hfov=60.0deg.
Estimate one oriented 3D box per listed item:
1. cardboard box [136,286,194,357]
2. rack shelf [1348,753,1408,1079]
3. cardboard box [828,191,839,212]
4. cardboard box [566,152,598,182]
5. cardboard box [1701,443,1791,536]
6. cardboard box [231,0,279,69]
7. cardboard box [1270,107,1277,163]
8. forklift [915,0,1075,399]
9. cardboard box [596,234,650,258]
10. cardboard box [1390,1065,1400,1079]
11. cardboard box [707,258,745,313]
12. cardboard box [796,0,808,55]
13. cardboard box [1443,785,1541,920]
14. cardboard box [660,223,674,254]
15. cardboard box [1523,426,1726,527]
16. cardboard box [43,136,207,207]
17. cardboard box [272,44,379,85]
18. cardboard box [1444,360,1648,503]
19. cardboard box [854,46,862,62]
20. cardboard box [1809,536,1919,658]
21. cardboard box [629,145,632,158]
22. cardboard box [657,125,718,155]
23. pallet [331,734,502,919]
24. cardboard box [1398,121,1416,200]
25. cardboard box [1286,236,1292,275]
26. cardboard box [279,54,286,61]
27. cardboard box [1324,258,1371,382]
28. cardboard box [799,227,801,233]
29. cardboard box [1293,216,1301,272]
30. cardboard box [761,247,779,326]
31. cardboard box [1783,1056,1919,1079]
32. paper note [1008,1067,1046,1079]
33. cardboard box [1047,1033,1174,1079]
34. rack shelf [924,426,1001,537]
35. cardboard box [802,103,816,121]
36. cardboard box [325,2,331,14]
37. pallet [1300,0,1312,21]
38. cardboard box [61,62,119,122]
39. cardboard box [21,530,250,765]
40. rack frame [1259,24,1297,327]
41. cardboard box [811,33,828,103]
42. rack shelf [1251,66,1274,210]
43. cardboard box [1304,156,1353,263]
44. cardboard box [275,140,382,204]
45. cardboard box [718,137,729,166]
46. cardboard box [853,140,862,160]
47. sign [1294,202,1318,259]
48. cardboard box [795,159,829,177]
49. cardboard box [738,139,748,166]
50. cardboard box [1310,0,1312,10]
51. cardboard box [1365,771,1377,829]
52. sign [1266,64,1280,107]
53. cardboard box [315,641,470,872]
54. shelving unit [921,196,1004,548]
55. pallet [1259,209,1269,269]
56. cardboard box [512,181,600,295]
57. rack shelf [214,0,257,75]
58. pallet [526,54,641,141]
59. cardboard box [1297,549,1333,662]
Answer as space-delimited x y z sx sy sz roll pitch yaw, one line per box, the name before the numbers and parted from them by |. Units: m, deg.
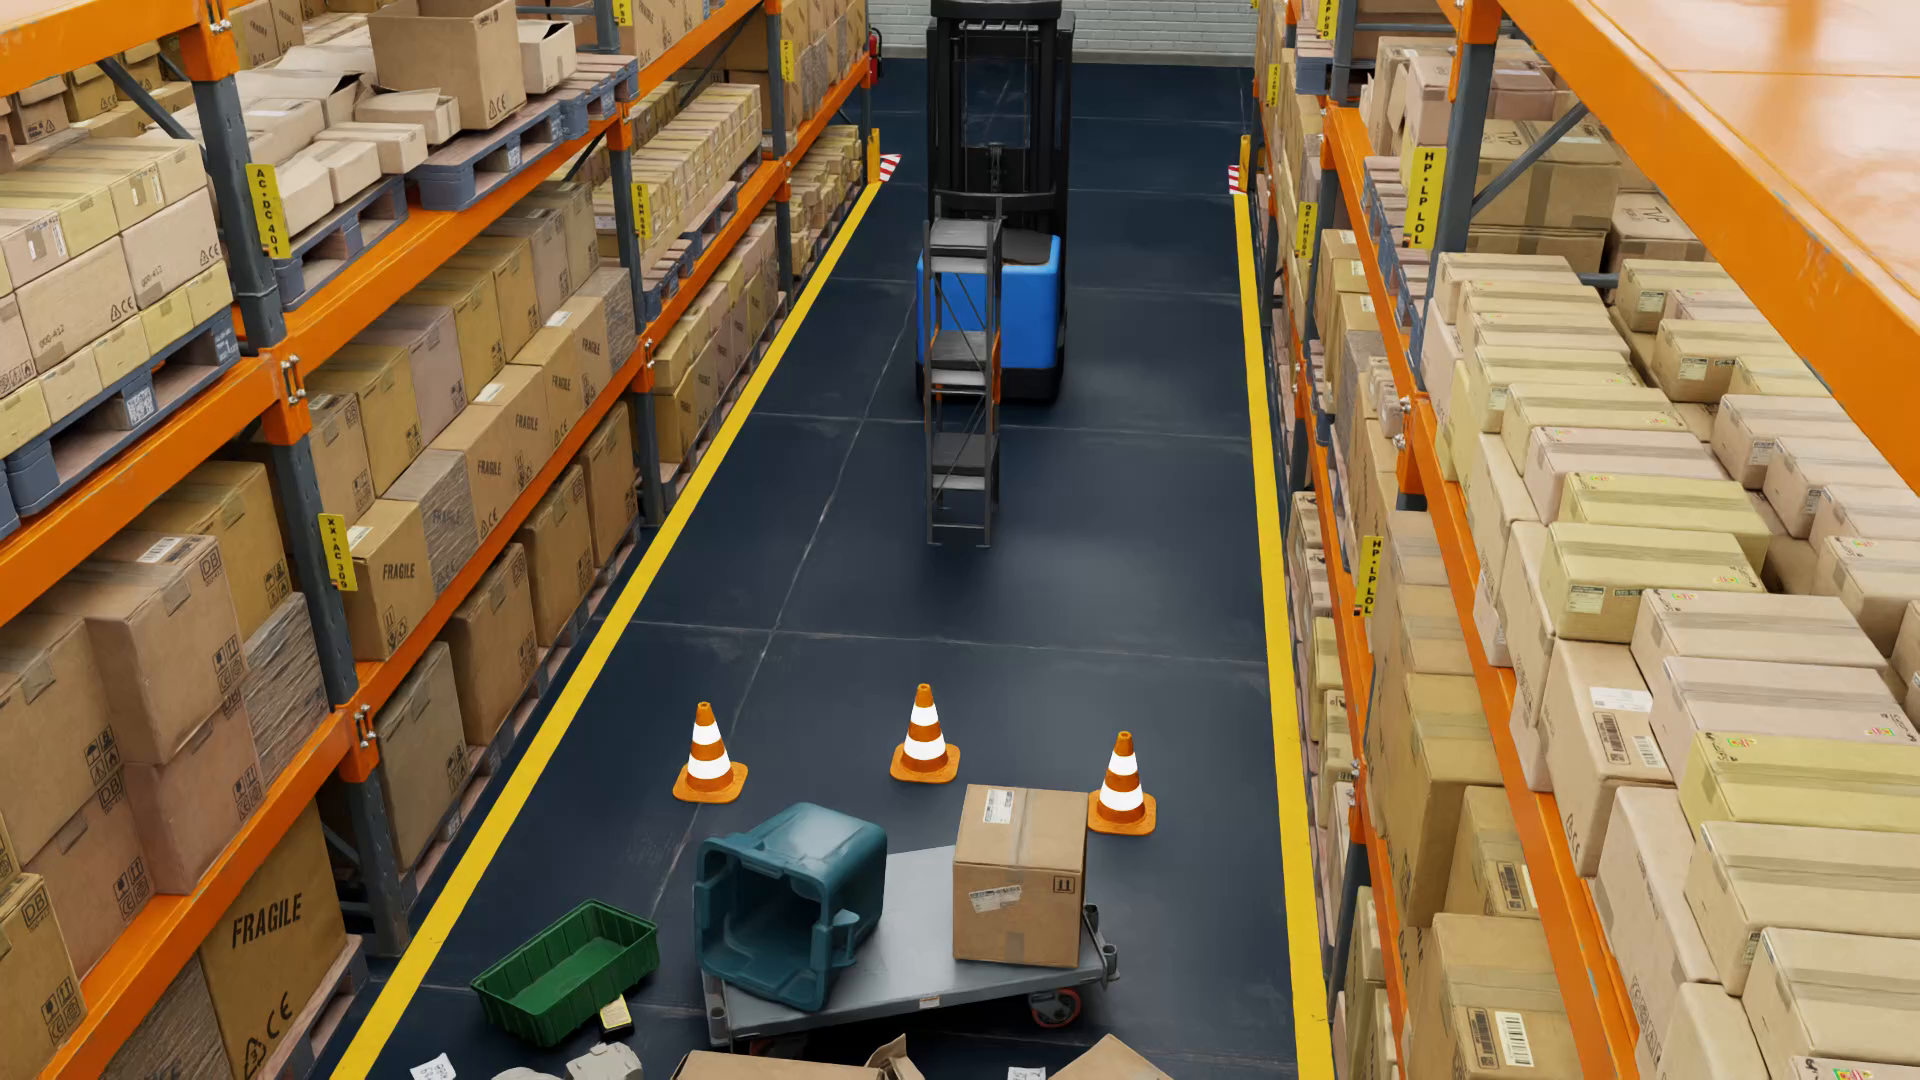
cardboard box | -2.664 -0.698 5.228 0.380 0.149 0.250 4 29 7
rack shelf | 1.774 1.931 4.554 1.077 0.370 4.000 3 28 6
cardboard box | -1.382 -3.271 16.015 0.380 0.149 0.250 4 29 7
cardboard box | -2.681 -2.524 11.260 0.380 0.149 0.250 3 28 6
cardboard box | 2.095 -0.012 4.084 0.500 0.250 0.500 3 28 5
cardboard box | -6.455 -4.506 14.797 0.500 0.500 0.500 3 28 6
cardboard box | 2.803 -3.370 13.530 0.500 0.500 0.500 4 29 7
forklift | 0.315 -3.006 13.031 1.130 2.935 3.031 2 28 4
cardboard box | -2.157 -1.871 10.361 0.380 0.149 0.250 5 29 8
cardboard box | 1.513 1.769 5.078 0.380 0.149 0.250 5 29 9
cardboard box | -1.893 -1.891 12.293 0.500 0.250 0.500 2 28 4
cardboard box | -1.580 -4.391 14.057 0.500 0.500 0.500 3 28 5
cardboard box | 1.604 0.977 4.093 0.700 0.500 0.500 3 28 6
cardboard box | -2.095 -1.977 10.871 0.380 0.149 0.250 5 29 9
cardboard box | 1.551 -0.143 3.906 0.380 0.149 0.250 3 28 5
cardboard box | -2.634 -1.166 5.258 0.380 0.149 0.250 3 28 6
cardboard box | -2.847 -2.155 7.763 0.500 0.311 0.500 3 28 5
cardboard box | 1.640 -0.278 4.578 0.500 0.250 0.500 3 28 6
cardboard box | -1.195 -4.935 16.805 0.380 0.149 0.250 3 28 6
cardboard box | 1.993 0.125 3.410 0.380 0.149 0.250 4 29 7
cardboard box | -2.586 -2.762 12.014 0.380 0.149 0.250 3 28 5
cardboard box | -1.942 -2.855 11.875 0.380 0.149 0.250 2 28 4
pallet | -2.886 1.293 7.920 1.003 0.211 1.213 3 28 6
cardboard box | 2.078 -1.528 6.768 0.500 0.250 0.500 4 29 7
cardboard box | 2.438 -1.875 11.017 0.500 0.250 0.500 3 28 6
cardboard box | -6.395 -4.418 15.424 0.500 0.250 0.500 4 29 7
cardboard box | 2.168 -1.126 8.607 0.500 0.500 0.500 5 29 9
cardboard box | -1.628 -2.787 14.802 0.380 0.149 0.250 3 28 6
cardboard box | 2.376 -1.848 10.442 0.500 0.250 0.500 3 28 5
cardboard box | -1.766 -2.054 13.386 0.500 0.500 0.500 3 28 5
cardboard box | 1.277 0.818 2.122 0.380 0.149 0.250 4 29 7
paper note | 0.261 2.130 6.556 0.148 0.019 0.142 3 28 6
cardboard box | 0.537 2.197 5.933 0.500 0.500 0.500 -24 36 -37
rack shelf | 0.020 -0.374 10.527 0.431 0.518 0.480 3 28 6
cardboard box | -1.493 -3.834 14.760 0.380 0.149 0.250 4 29 7
cardboard box | -6.673 -5.406 17.259 0.500 0.250 0.500 3 28 5
pallet | 2.670 -3.280 10.505 1.003 0.211 1.213 5 29 9
cardboard box | -7.002 -3.531 12.771 0.797 0.503 0.637 4 29 7
cardboard box | -2.937 0.329 5.473 0.875 0.550 0.550 3 28 6
rack frame | 2.999 -3.093 13.121 1.000 3.000 0.127 3 28 6
cardboard box | -1.464 -4.195 14.747 0.500 0.500 0.500 3 28 5
rack shelf | 3.244 -3.718 15.039 1.077 0.370 4.000 3 28 6
cardboard box | 2.313 -1.953 9.845 0.500 0.500 0.500 3 28 5
cardboard box | -2.533 -1.480 6.681 0.250 0.149 0.380 3 28 6
cardboard box | -1.905 -2.847 12.173 0.380 0.149 0.250 2 28 4
cardboard box | -1.217 -4.012 17.075 0.380 0.149 0.250 3 28 5
sign | 1.958 -1.751 9.408 0.100 0.325 0.005 3 28 6
cardboard box | -1.457 -3.534 15.875 0.380 0.149 0.250 2 28 4
cardboard box | -1.842 -2.969 12.713 0.380 0.149 0.250 3 28 6
cardboard box | 2.331 -3.325 10.088 0.396 0.266 0.258 3 28 5
cardboard box | 1.662 0.913 5.950 0.380 0.149 0.250 3 28 6
sign | 2.448 -3.540 12.955 0.100 0.325 0.005 3 28 6
cardboard box | -2.919 0.941 7.562 1.050 0.750 0.750 3 28 6
shelving unit | 0.020 -1.002 10.189 0.431 2.100 0.503 3 28 6
pallet | 3.317 -2.795 15.507 1.003 0.211 1.213 3 28 6
cardboard box | -2.481 -1.724 9.419 0.700 0.500 0.500 3 28 6
rack shelf | -2.661 -2.657 7.166 1.077 0.370 4.000 3 28 6
pallet | -2.442 -2.381 8.836 1.213 0.211 1.003 5 29 9
cardboard box | 2.348 0.375 9.011 0.950 0.372 0.625 3 28 5
